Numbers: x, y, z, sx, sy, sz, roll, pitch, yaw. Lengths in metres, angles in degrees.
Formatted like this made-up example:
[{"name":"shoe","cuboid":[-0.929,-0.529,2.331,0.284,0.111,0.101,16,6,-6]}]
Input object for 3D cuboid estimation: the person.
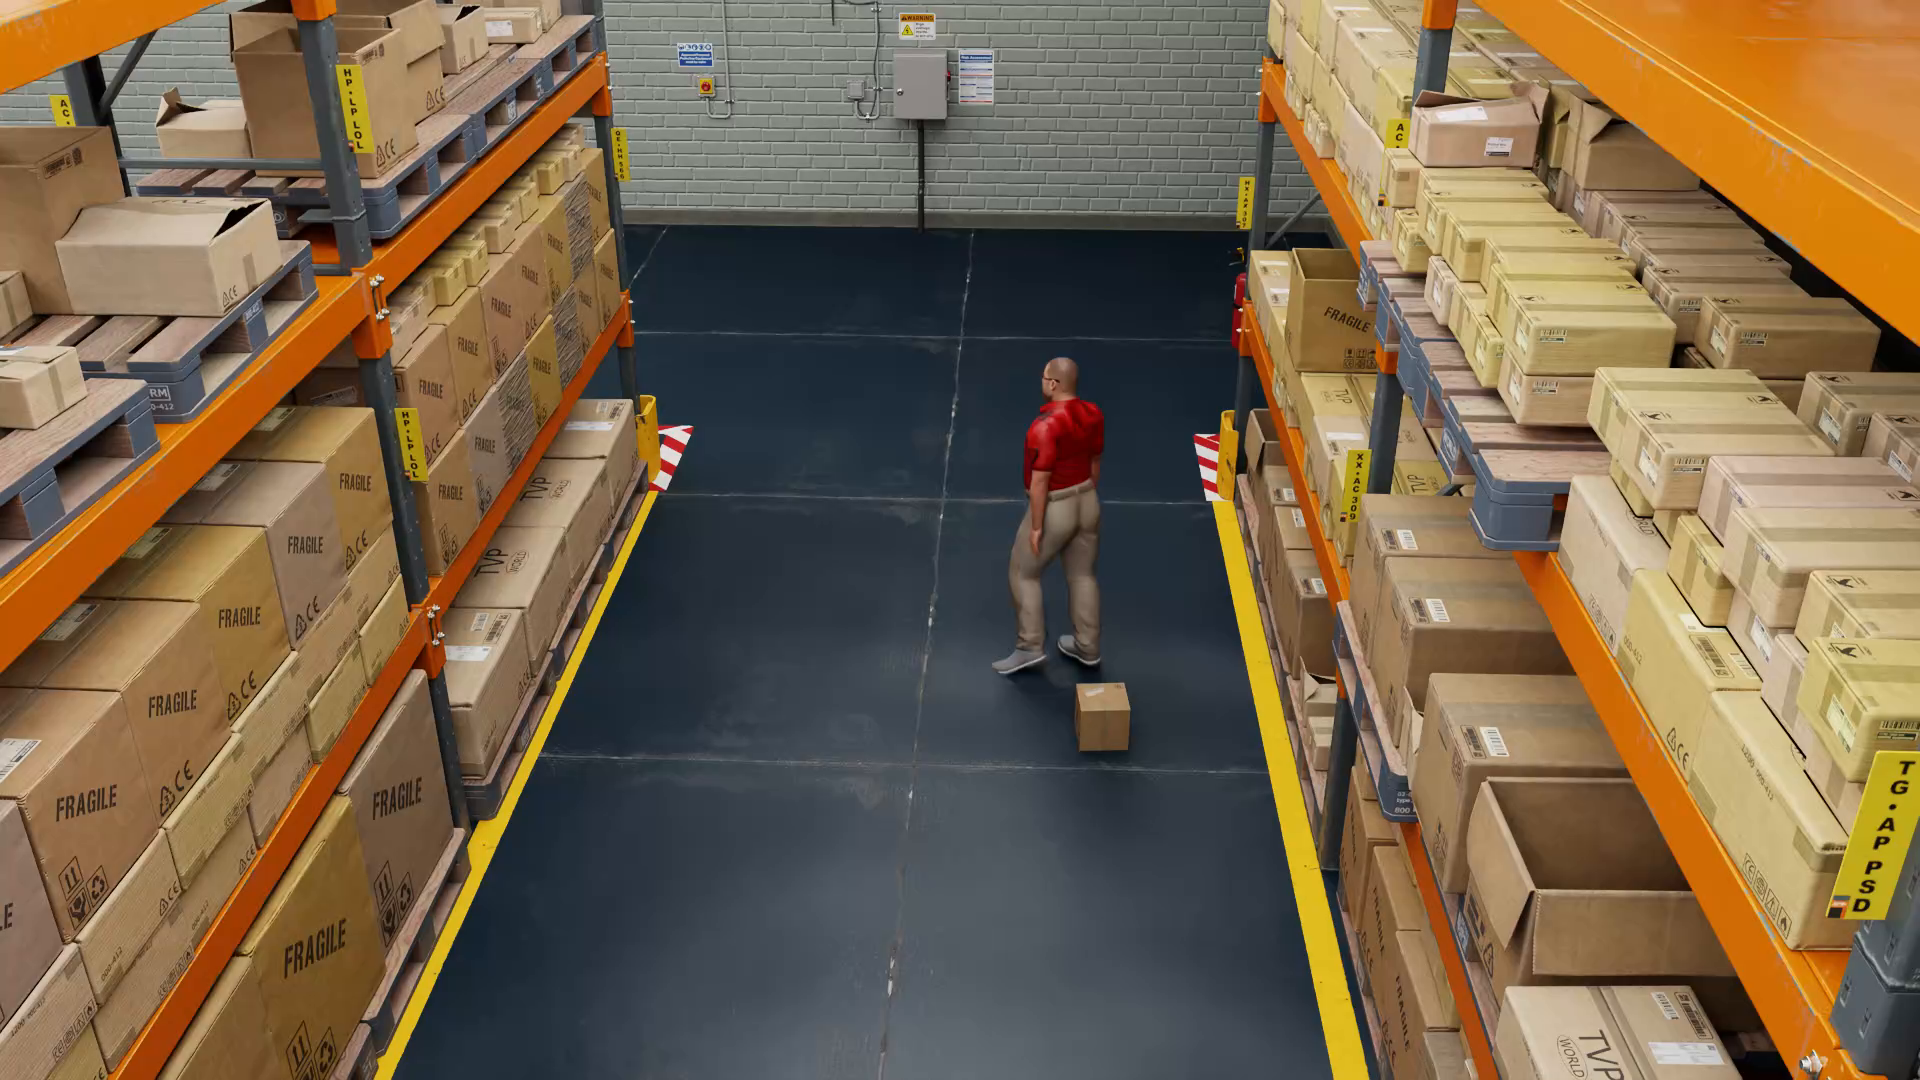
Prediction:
[{"name":"person","cuboid":[0.524,-0.086,8.827,0.664,1.769,0.491,-20,34,-33]}]
